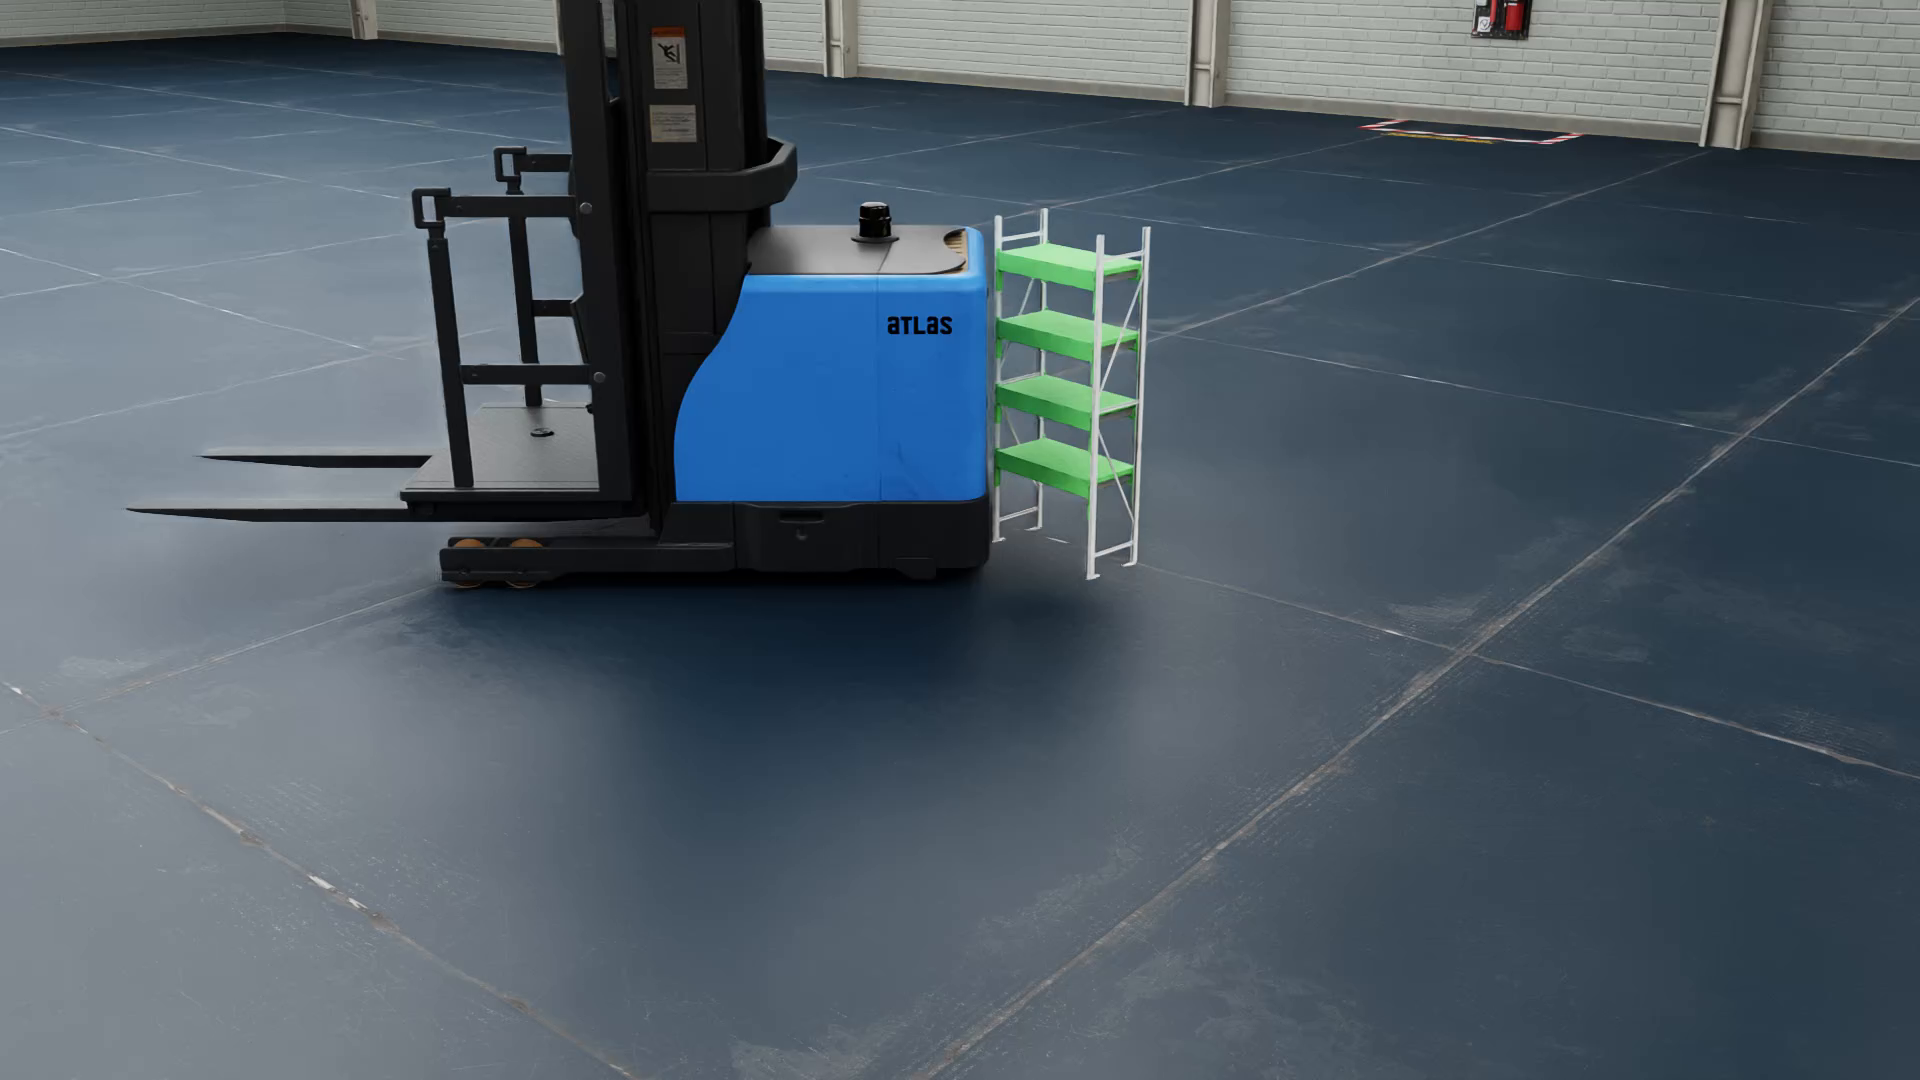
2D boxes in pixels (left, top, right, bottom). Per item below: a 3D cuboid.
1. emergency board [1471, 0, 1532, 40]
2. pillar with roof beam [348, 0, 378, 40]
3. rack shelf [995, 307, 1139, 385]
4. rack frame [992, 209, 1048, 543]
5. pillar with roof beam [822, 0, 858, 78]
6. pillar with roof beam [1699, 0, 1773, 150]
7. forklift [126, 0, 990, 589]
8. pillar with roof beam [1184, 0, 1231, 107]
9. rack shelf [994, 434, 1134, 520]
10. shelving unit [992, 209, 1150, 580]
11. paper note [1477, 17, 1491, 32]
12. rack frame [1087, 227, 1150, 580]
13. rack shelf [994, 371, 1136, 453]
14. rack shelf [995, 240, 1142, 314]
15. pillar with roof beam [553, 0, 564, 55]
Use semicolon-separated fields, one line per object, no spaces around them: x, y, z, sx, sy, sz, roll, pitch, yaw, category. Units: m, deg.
5.718;-5.884;17.519;0.643;1.169;0.194;16;26;36;emergency board
-13.707;-12.307;26.049;0.400;9.000;9.100;16;26;36;pillar with roof beam
0.376;-0.680;5.771;0.258;0.148;0.480;-17;27;-38;rack shelf
0.215;-0.580;6.004;0.240;1.200;0.015;-17;27;-38;rack frame
-4.411;-9.629;18.950;0.400;9.000;9.100;16;26;36;pillar with roof beam
4.886;-6.952;11.850;0.400;9.000;9.100;16;26;36;pillar with roof beam
-1.413;-1.391;5.703;3.031;2.935;1.130;0;21;0;forklift
0.238;-8.291;15.400;0.400;9.000;9.100;16;26;36;pillar with roof beam
0.376;-0.231;5.940;0.258;0.148;0.480;-17;27;-38;rack shelf
0.376;-0.515;5.833;0.258;1.200;0.503;-17;27;-38;shelving unit
5.624;-5.530;17.829;0.142;0.148;0.016;16;26;36;paper note
0.537;-0.450;5.662;0.240;1.200;0.015;-17;27;-38;rack frame
0.376;-0.455;5.856;0.258;0.148;0.480;-17;27;-38;rack shelf
0.376;-0.904;5.686;0.258;0.148;0.480;-17;27;-38;rack shelf
-9.059;-10.968;22.500;0.400;9.000;9.100;16;26;36;pillar with roof beam
